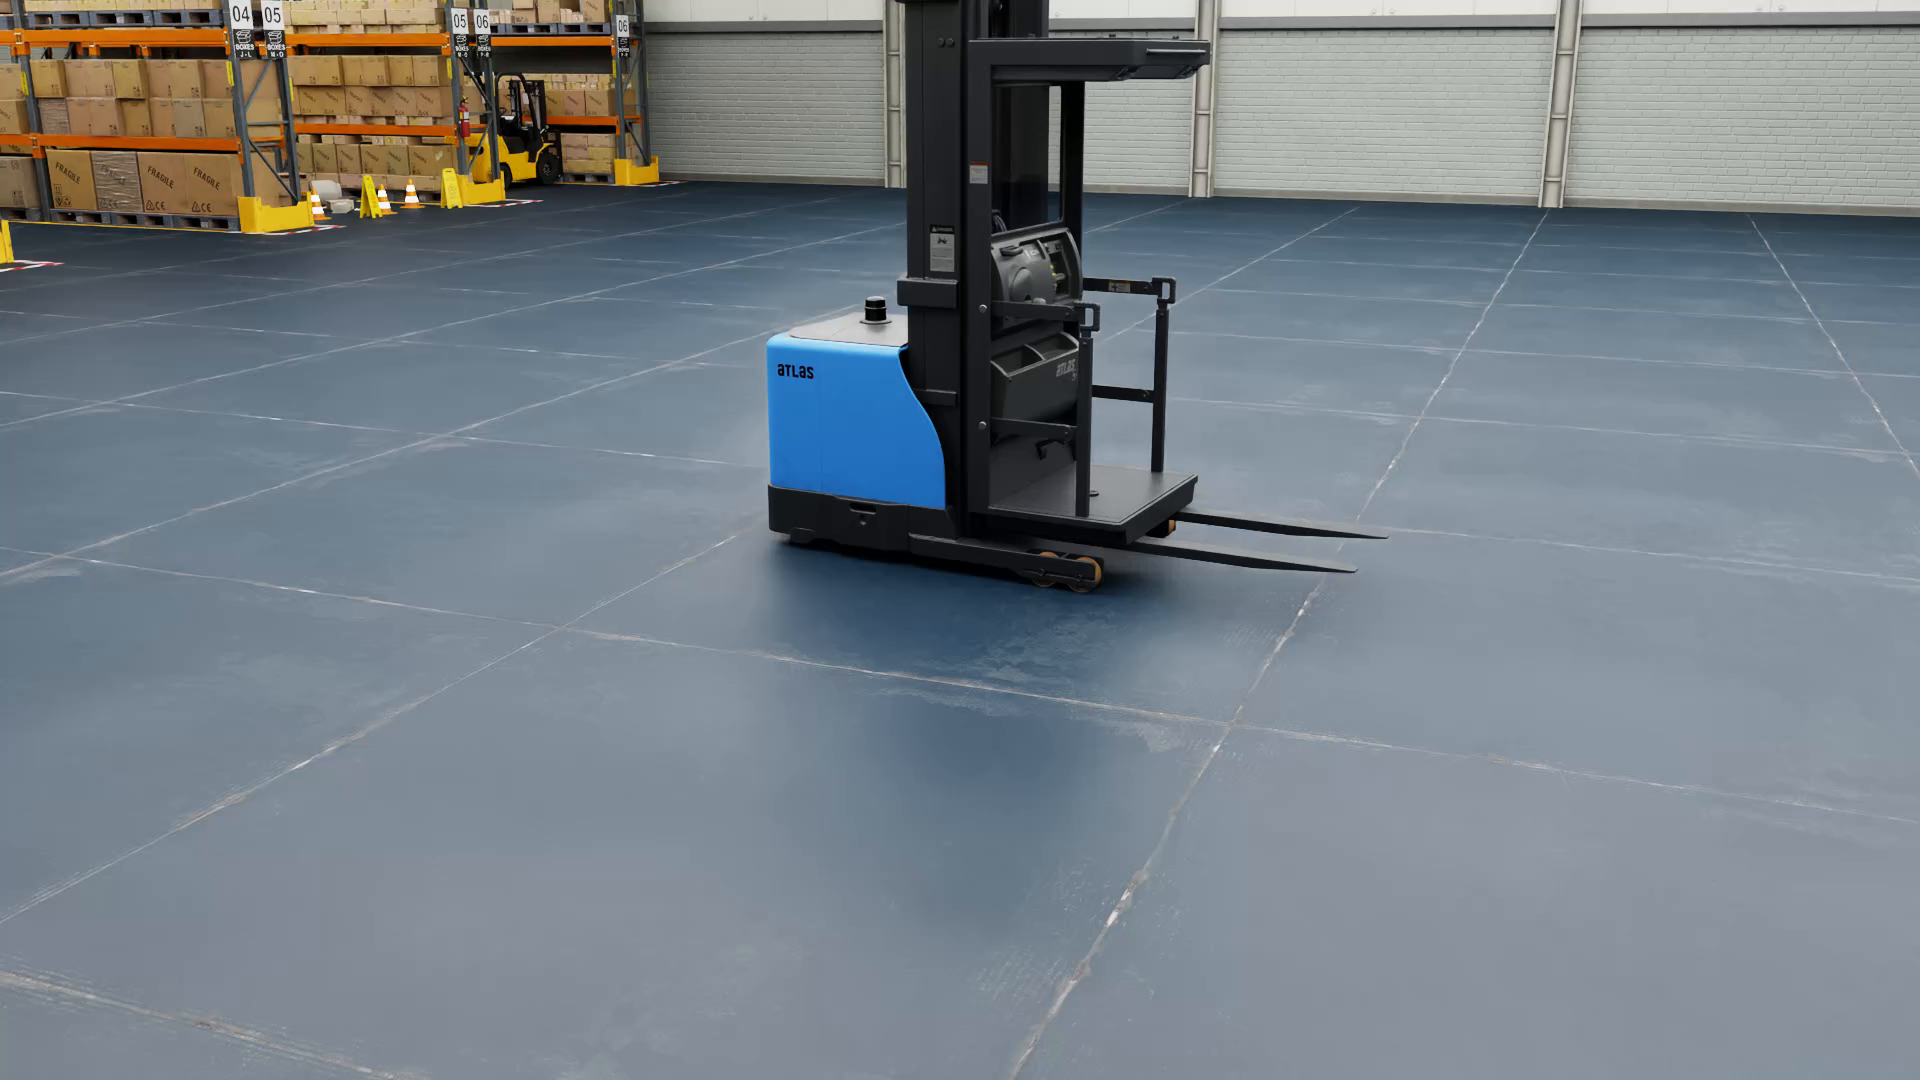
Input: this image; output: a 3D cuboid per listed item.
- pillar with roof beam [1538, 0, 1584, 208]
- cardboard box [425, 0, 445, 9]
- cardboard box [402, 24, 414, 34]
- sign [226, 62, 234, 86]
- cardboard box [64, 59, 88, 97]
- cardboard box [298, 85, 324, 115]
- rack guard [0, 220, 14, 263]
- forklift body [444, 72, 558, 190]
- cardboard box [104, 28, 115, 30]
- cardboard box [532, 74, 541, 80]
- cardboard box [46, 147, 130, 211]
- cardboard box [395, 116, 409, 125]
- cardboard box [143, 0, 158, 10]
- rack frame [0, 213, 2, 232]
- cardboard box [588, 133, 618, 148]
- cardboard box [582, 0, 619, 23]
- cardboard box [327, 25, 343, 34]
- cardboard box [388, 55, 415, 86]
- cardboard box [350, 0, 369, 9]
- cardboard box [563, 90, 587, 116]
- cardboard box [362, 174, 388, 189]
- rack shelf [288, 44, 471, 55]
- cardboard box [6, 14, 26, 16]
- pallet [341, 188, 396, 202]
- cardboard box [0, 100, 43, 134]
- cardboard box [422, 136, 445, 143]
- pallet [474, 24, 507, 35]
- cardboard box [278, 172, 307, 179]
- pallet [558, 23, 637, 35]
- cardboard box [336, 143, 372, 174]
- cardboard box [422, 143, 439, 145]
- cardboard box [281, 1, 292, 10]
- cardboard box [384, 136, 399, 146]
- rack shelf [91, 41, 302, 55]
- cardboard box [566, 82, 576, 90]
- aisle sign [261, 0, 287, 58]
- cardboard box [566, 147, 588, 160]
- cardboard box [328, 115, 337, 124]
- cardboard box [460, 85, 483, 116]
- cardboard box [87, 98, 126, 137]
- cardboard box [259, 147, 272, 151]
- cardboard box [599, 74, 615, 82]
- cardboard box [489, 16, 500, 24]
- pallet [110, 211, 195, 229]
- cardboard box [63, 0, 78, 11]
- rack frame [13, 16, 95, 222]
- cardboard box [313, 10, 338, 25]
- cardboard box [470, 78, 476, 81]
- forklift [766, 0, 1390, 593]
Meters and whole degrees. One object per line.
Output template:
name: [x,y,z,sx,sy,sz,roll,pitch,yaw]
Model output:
pillar with roof beam: [8.369,-8.818,22.906,0.400,9.000,9.100,6,17,21]
cardboard box: [-8.720,-8.962,27.806,0.250,0.149,0.380,6,17,21]
cardboard box: [-9.210,-8.638,28.120,0.250,0.149,0.380,7,18,22]
sign: [-10.232,-6.538,23.312,0.005,0.325,0.100,6,17,21]
cardboard box: [-12.856,-6.935,24.974,0.550,0.550,0.875,6,17,21]
cardboard box: [-11.236,-7.739,29.238,0.500,0.500,0.500,6,17,20]
rack guard: [-12.004,-3.539,19.967,0.348,0.500,1.175,6,17,21]
forklift body: [-8.913,-7.903,32.037,1.214,2.155,2.313,6,17,21]
cardboard box: [-15.509,-9.364,30.617,0.250,0.149,0.380,6,17,21]
cardboard box: [-8.319,-9.229,33.208,0.250,0.149,0.380,7,17,21]
cardboard box: [-13.181,-5.515,25.350,0.875,0.875,0.875,7,17,21]
cardboard box: [-9.481,-7.211,28.584,0.250,0.149,0.380,7,17,22]
cardboard box: [-11.400,-7.627,23.704,0.250,0.149,0.380,6,17,20]
rack frame: [-11.933,-4.731,19.591,0.127,3.000,1.000,6,17,21]
cardboard box: [-7.022,-7.917,32.949,0.500,0.250,0.500,7,18,22]
cardboard box: [-6.981,-10.310,32.314,0.500,0.500,0.500,7,18,22]
cardboard box: [-10.651,-8.781,28.609,0.250,0.149,0.380,6,17,20]
cardboard box: [-9.321,-8.022,28.420,0.500,0.500,0.700,6,17,21]
cardboard box: [-10.159,-9.111,28.316,0.250,0.149,0.380,7,18,22]
cardboard box: [-7.513,-8.675,32.996,0.500,0.500,0.500,7,18,22]
cardboard box: [-10.116,-6.303,29.183,0.500,0.250,0.500,6,17,19]
rack shelf: [-12.061,-10.298,34.677,4.000,0.370,1.077,6,17,21]
cardboard box: [-17.485,-9.915,31.135,0.500,0.500,0.500,6,17,21]
pallet: [-10.242,-6.188,29.609,1.213,0.211,1.003,6,17,21]
cardboard box: [-14.324,-6.449,25.327,0.500,0.500,0.500,6,17,20]
cardboard box: [-10.690,-8.110,34.736,0.625,0.625,0.875,7,18,23]
pallet: [-9.398,-10.316,33.606,1.213,0.211,1.003,6,17,21]
cardboard box: [-11.521,-6.049,28.609,0.500,0.500,0.500,-9,18,-27]
pallet: [-7.128,-10.066,32.747,1.213,0.211,1.003,6,17,21]
cardboard box: [-10.584,-6.717,29.263,0.500,0.500,0.500,7,18,24]
cardboard box: [-9.456,-6.752,29.384,0.500,0.500,0.500,6,17,19]
cardboard box: [-11.592,-9.278,28.892,0.250,0.149,0.380,7,18,22]
cardboard box: [-9.737,-6.915,28.784,0.250,0.149,0.380,7,17,22]
rack shelf: [-13.879,-9.010,30.241,4.000,0.370,1.077,6,17,21]
cardboard box: [-7.599,-9.001,32.955,0.250,0.149,0.380,6,17,20]
aisle sign: [-9.843,-7.326,23.867,0.004,0.787,0.394,6,17,21]
cardboard box: [-7.510,-7.733,33.214,0.500,0.250,0.500,6,17,20]
cardboard box: [-10.854,-7.390,29.198,0.250,0.149,0.380,6,17,20]
cardboard box: [-8.636,-7.613,28.804,0.500,0.500,0.500,6,17,20]
cardboard box: [-12.414,-6.318,24.787,0.550,0.550,0.875,6,17,21]
cardboard box: [-14.855,-8.450,36.132,0.500,0.500,0.500,6,17,20]
cardboard box: [-6.890,-9.074,32.672,0.250,0.149,0.380,6,17,21]
cardboard box: [-9.180,-10.365,33.134,0.250,0.149,0.380,7,18,22]
pallet: [-11.923,-4.855,25.019,1.213,0.211,1.003,6,17,21]
cardboard box: [-12.820,-7.783,24.241,0.250,0.149,0.380,6,17,20]
rack frame: [-13.741,-6.417,25.396,0.127,3.000,1.000,6,17,21]
cardboard box: [-10.765,-9.001,28.654,0.500,0.250,0.500,6,17,21]
cardboard box: [-9.730,-9.393,33.771,0.250,0.149,0.380,7,17,21]
forklift: [0.559,-1.328,7.990,3.031,2.935,1.130,8,18,26]
